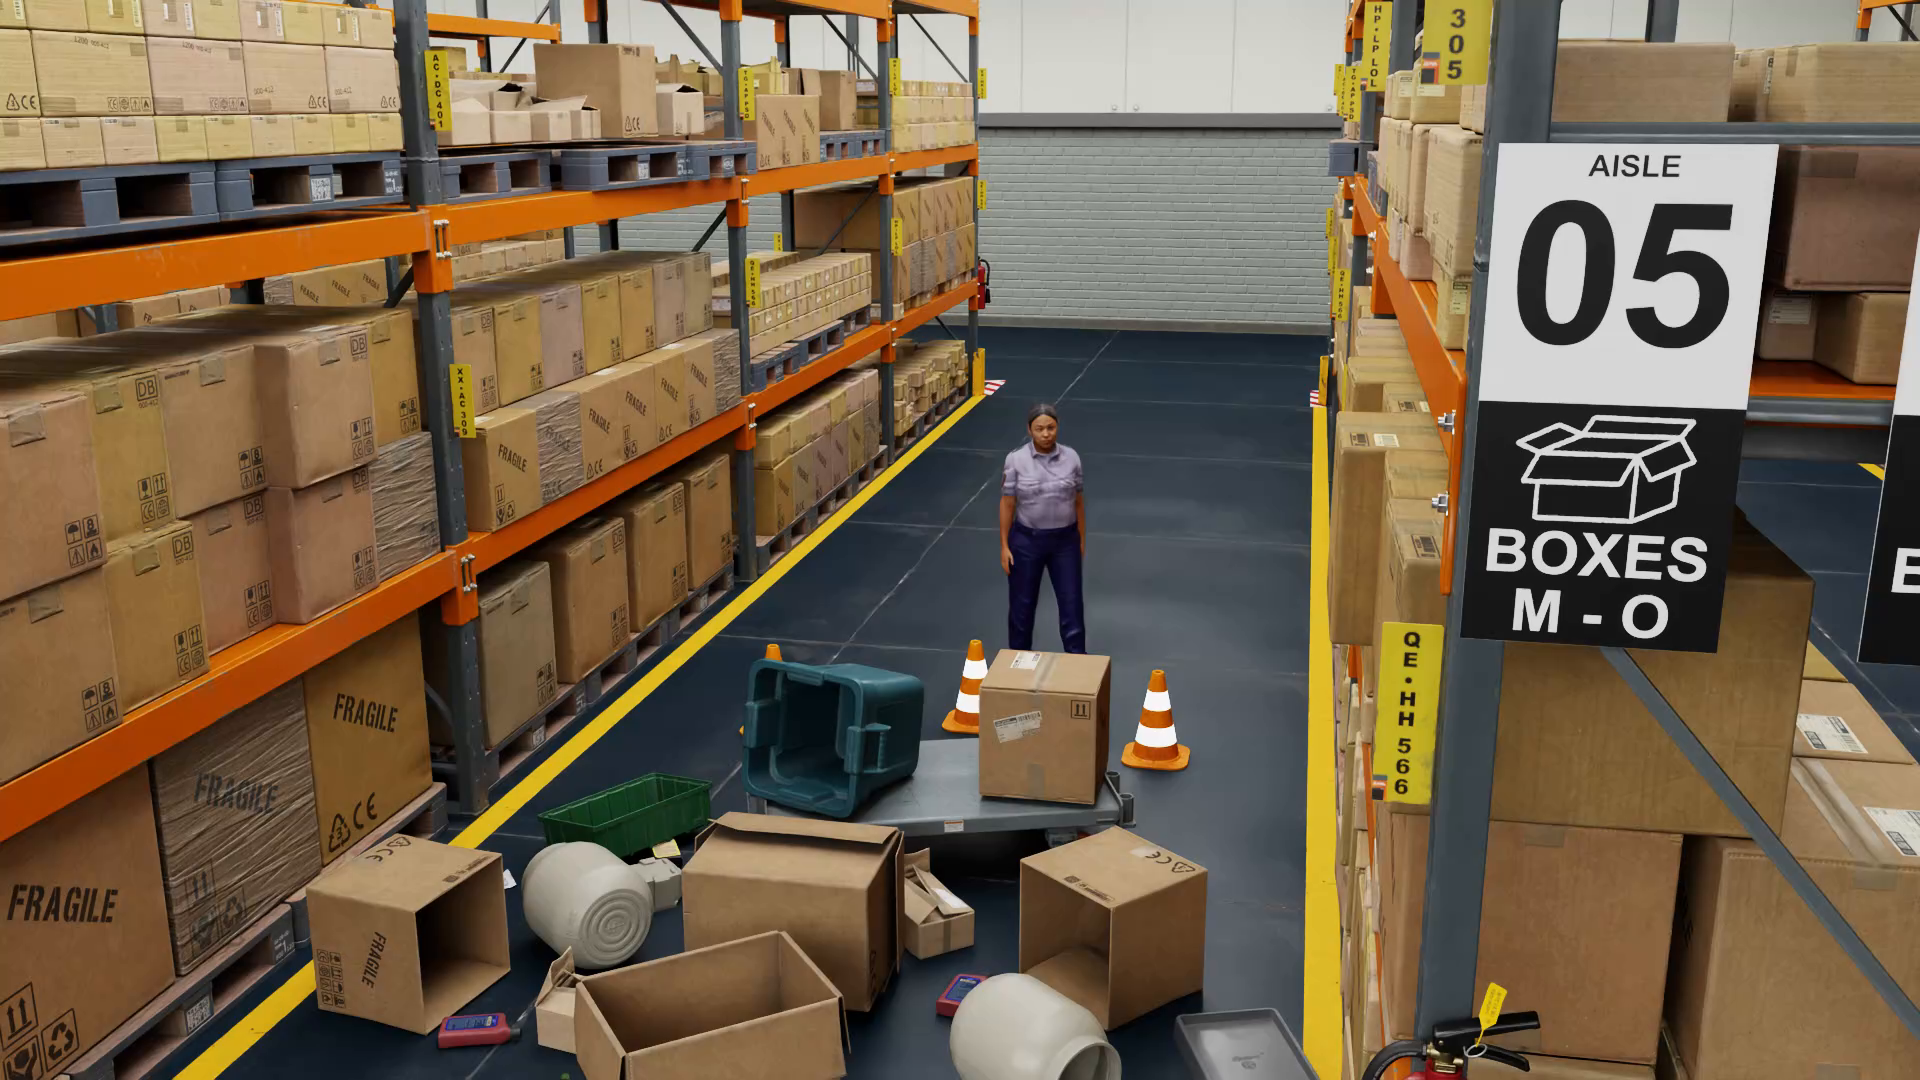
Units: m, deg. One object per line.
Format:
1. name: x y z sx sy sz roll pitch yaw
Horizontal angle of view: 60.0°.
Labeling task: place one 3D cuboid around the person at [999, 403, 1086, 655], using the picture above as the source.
1. person: 0.486 0.065 9.271 0.493 1.644 0.551 -2 15 -8
